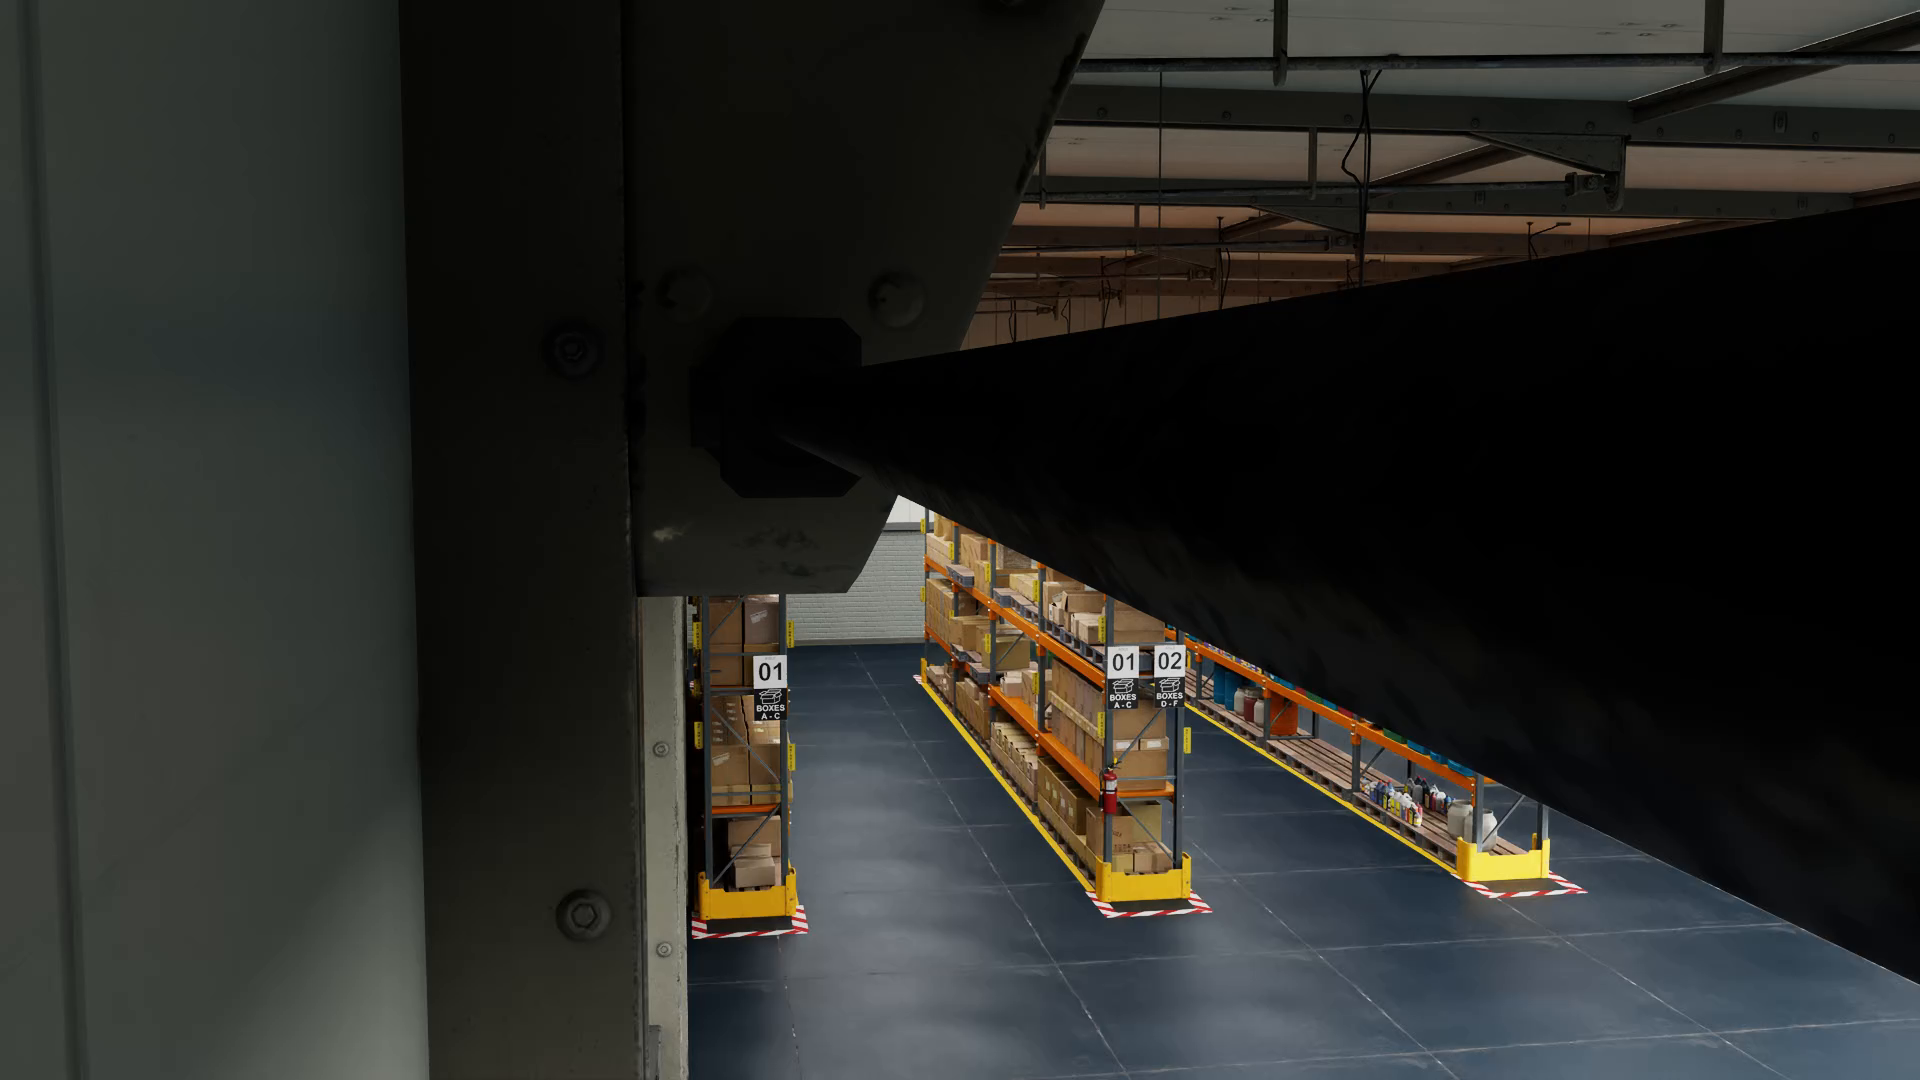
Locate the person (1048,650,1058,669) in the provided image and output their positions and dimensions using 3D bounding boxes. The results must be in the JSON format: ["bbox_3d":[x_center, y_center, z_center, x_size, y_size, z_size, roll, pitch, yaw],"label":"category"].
[{"bbox_3d":[2.007,2.090,35.061,0.630,1.820,0.945,-2,5,-21],"label":"person"}]
